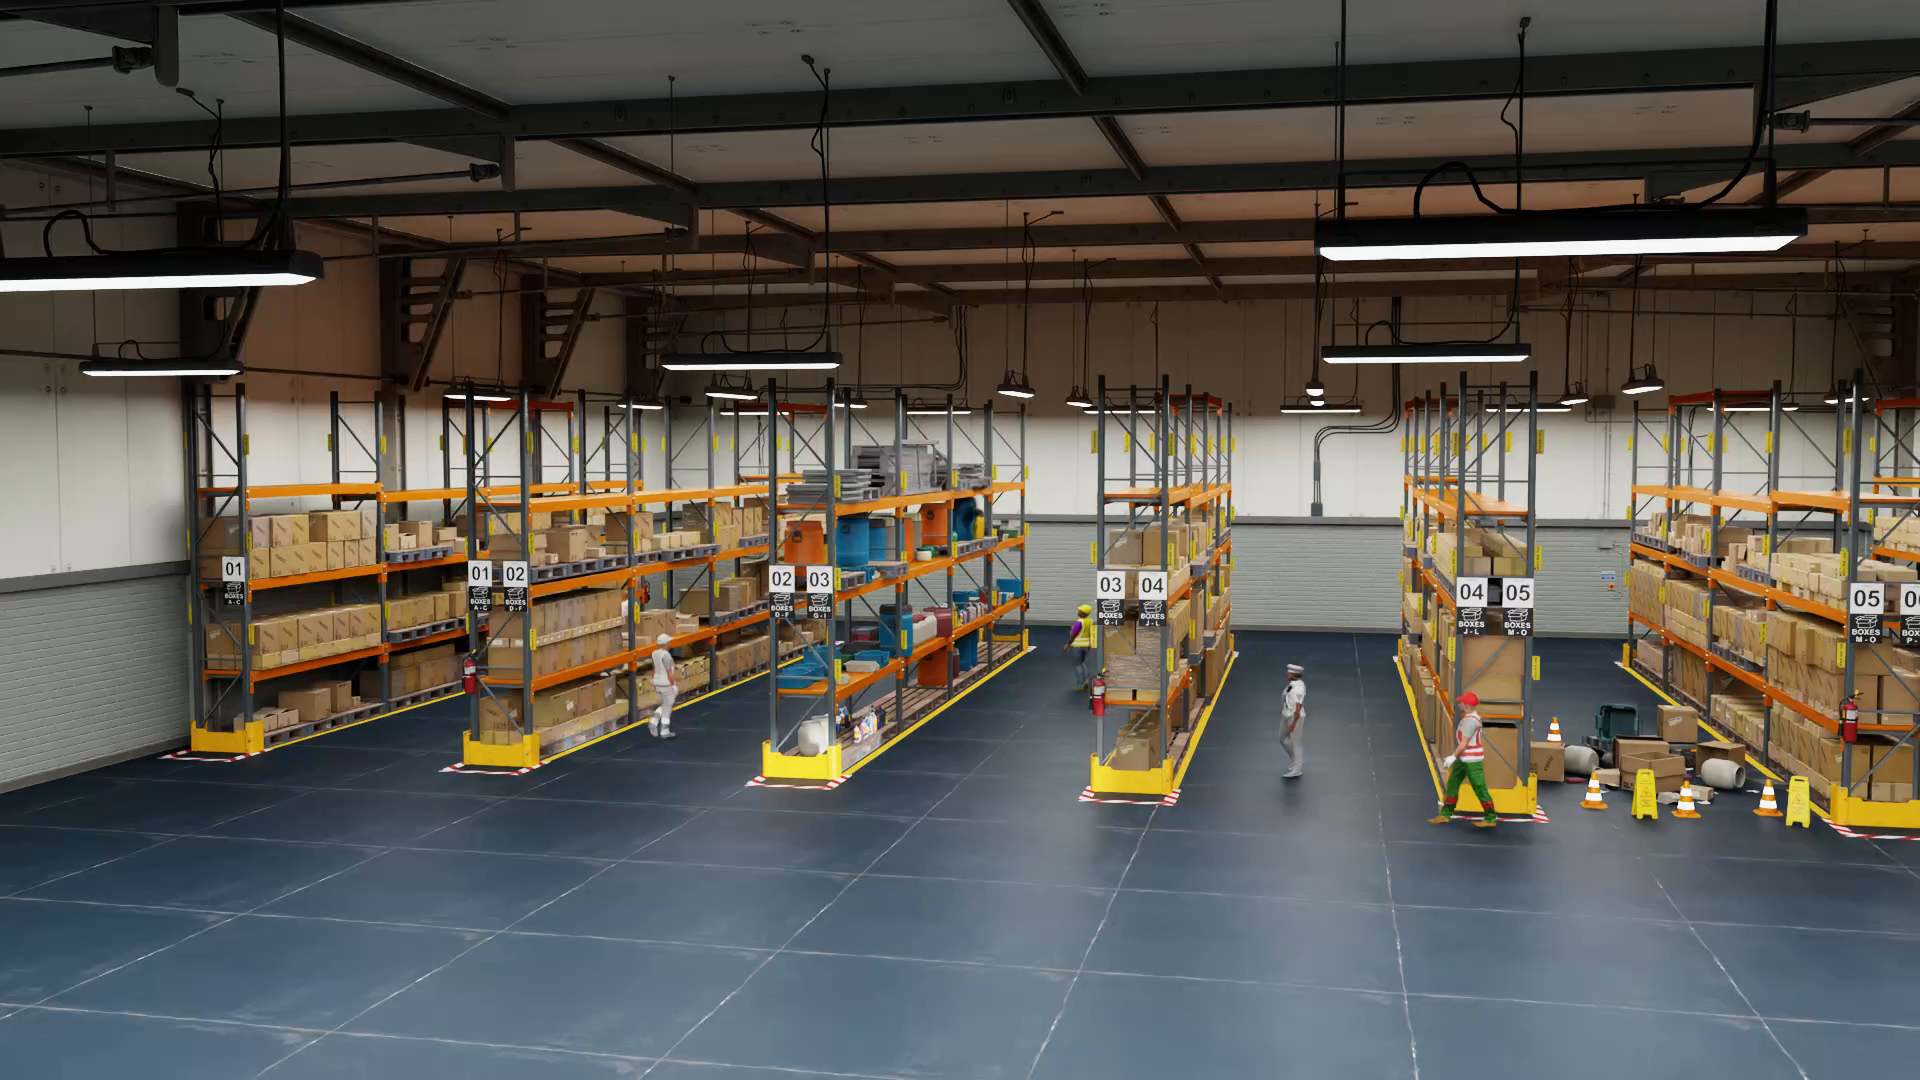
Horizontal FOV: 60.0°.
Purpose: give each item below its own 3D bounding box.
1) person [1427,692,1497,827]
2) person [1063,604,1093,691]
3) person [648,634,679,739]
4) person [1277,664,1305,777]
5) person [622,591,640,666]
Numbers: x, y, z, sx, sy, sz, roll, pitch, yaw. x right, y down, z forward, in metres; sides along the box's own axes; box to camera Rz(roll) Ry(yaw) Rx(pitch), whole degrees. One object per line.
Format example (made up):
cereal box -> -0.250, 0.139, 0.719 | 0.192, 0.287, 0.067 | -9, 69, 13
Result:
person -> 6.572, 2.864, 21.676 | 0.832, 1.780, 0.559 | 0, 3, 5
person -> 2.424, 2.199, 33.792 | 0.630, 1.798, 0.506 | -2, 4, -31
person -> -5.040, 2.477, 28.248 | 0.497, 1.784, 0.554 | -3, 4, -43
person -> 5.060, 2.721, 25.221 | 0.423, 1.683, 0.556 | -1, 3, -10
person -> -7.293, 2.028, 36.960 | 0.550, 1.838, 0.634 | 3, 4, 42
